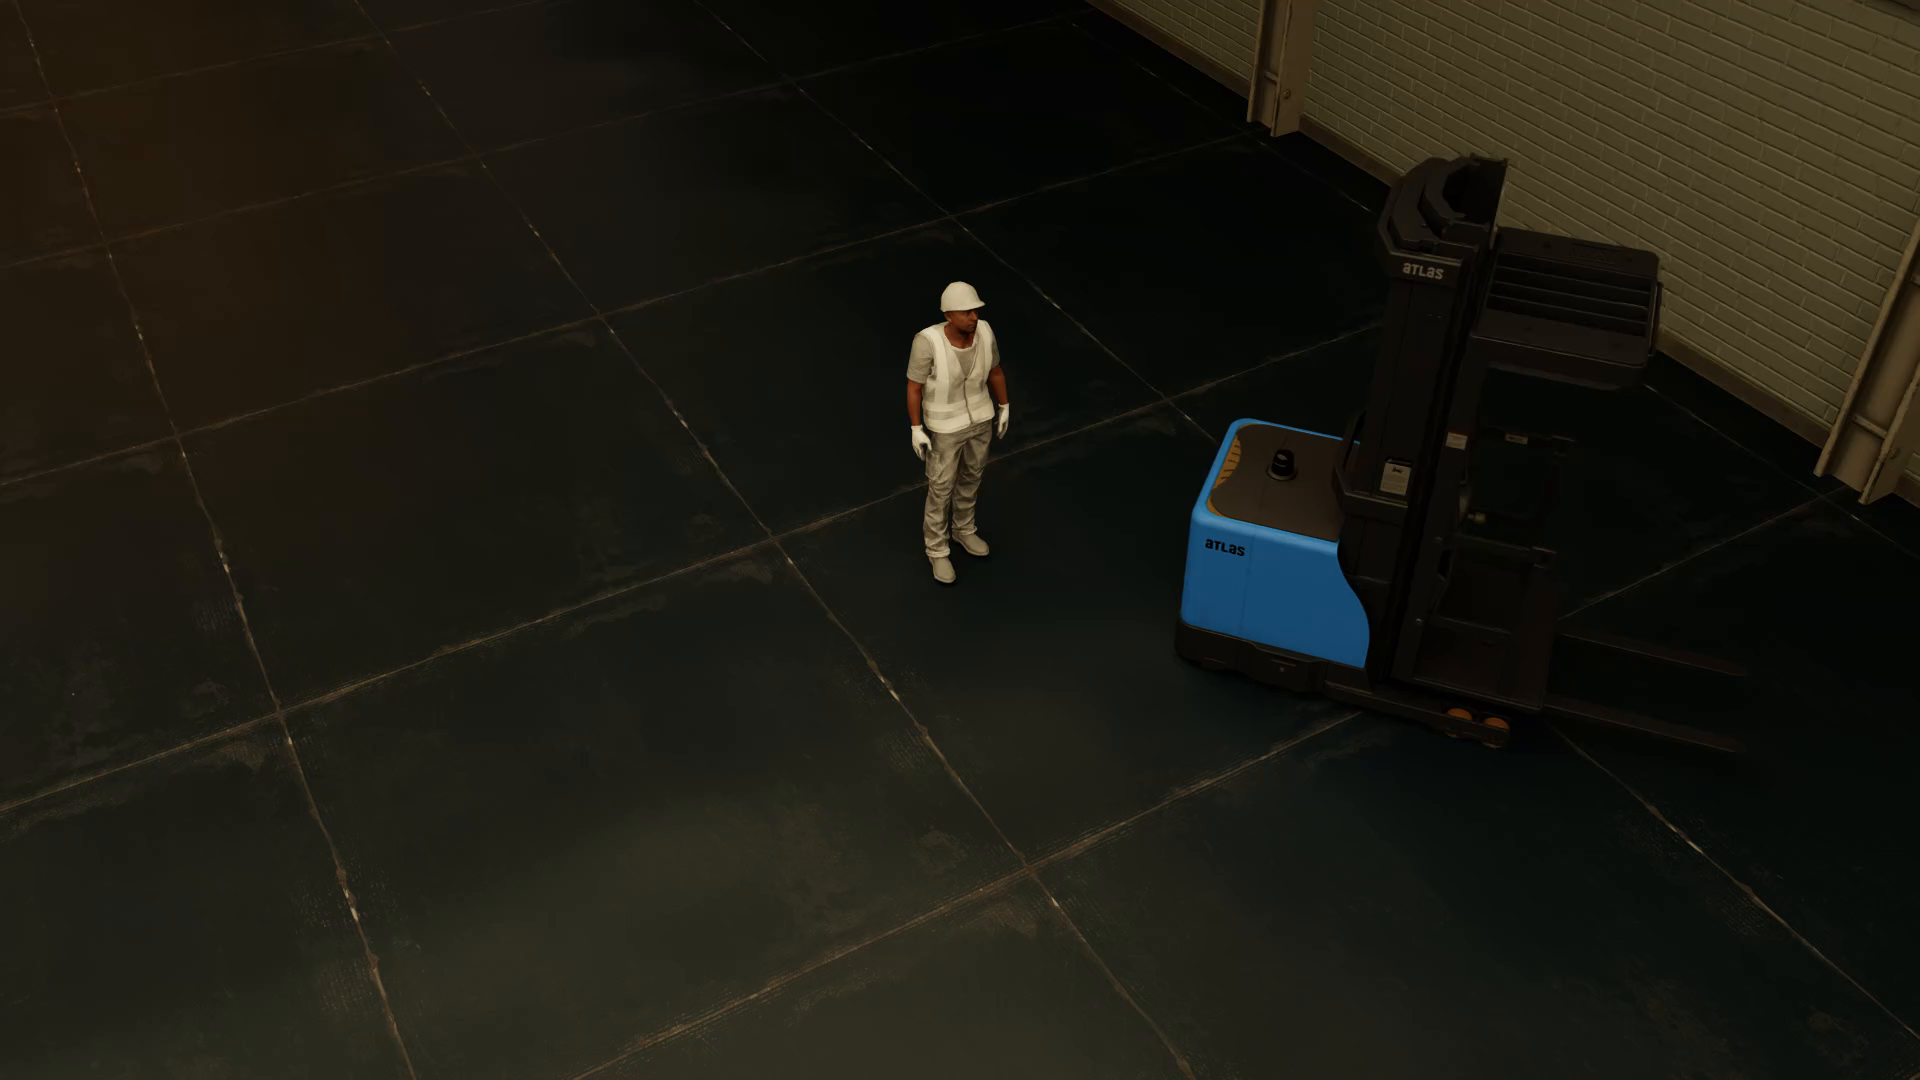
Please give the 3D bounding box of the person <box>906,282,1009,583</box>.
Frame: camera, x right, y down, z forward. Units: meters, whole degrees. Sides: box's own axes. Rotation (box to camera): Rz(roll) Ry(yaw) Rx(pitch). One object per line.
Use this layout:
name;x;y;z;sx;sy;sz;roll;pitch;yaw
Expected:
person;0.030;-0.649;9.707;0.656;1.784;0.575;-20;44;-23

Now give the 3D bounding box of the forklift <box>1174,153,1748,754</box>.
forklift;2.794;-0.393;8.510;3.031;2.935;1.130;14;42;16
